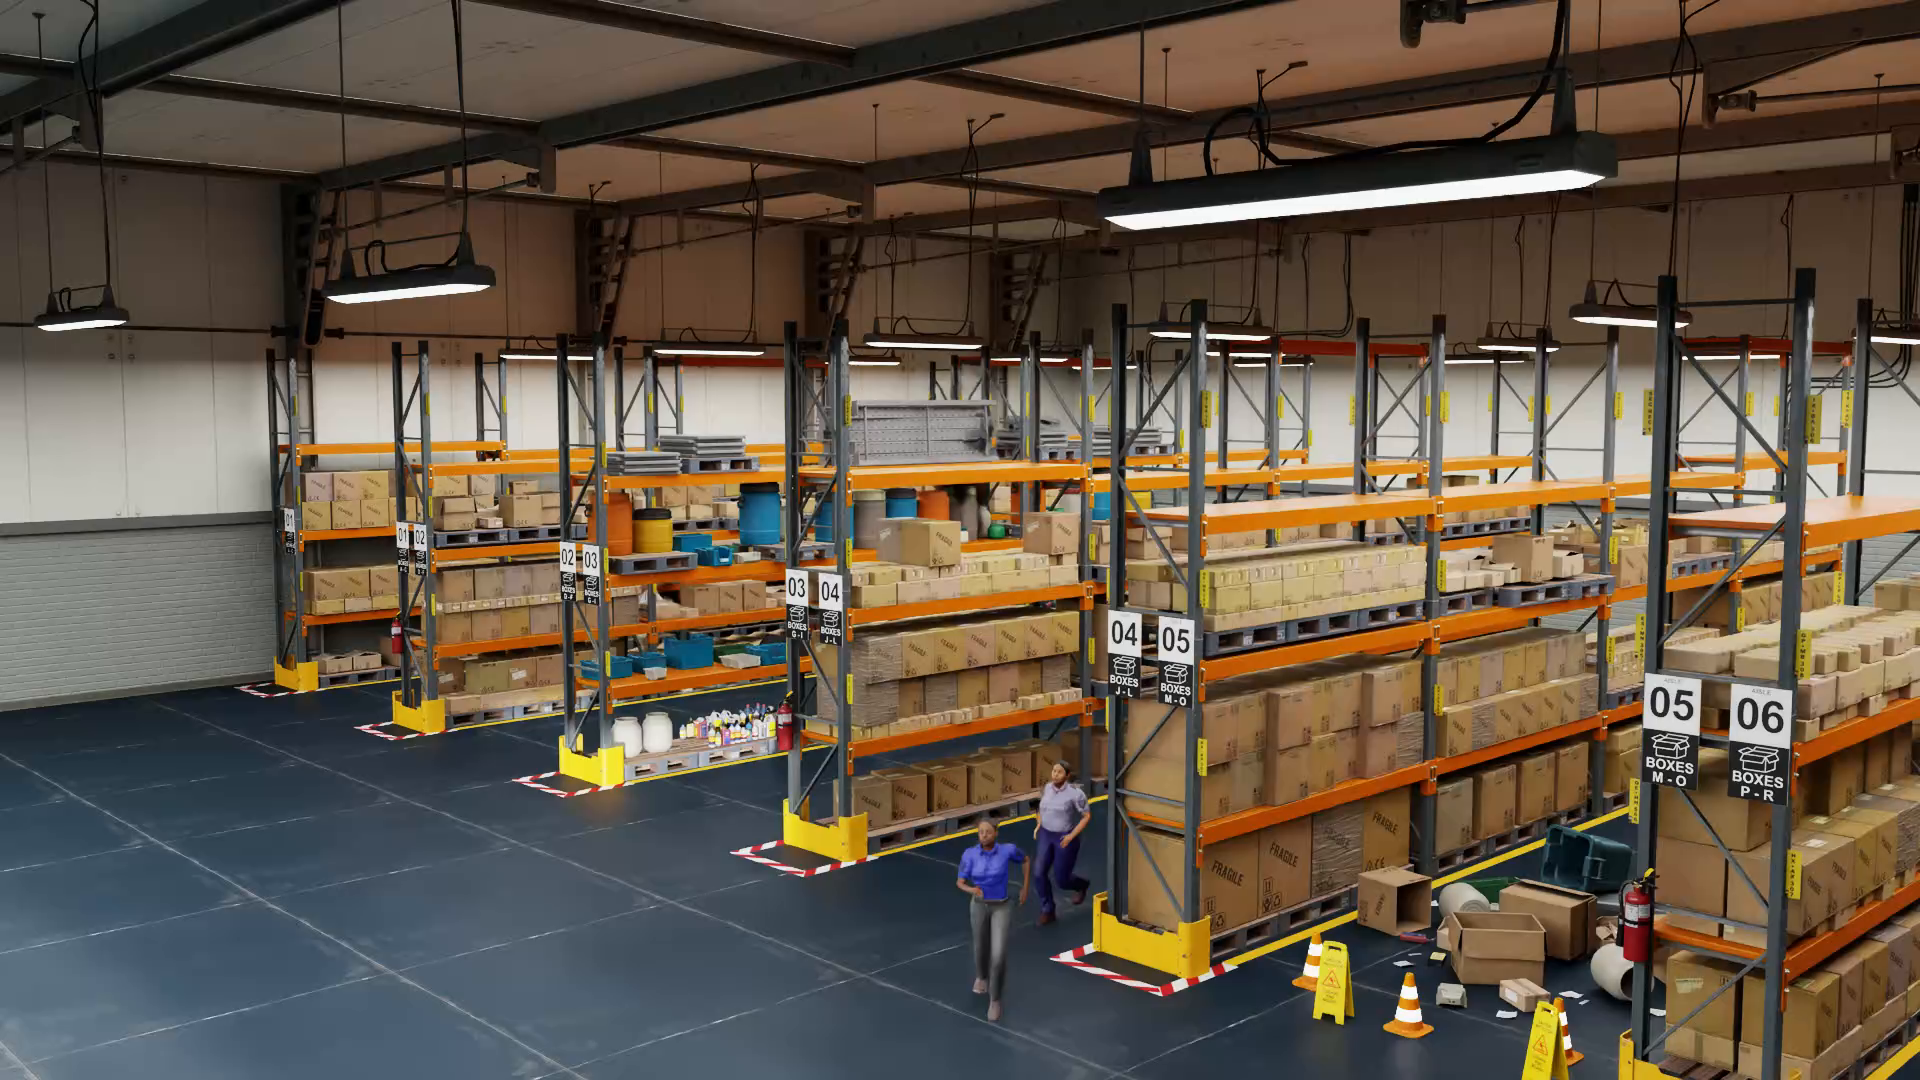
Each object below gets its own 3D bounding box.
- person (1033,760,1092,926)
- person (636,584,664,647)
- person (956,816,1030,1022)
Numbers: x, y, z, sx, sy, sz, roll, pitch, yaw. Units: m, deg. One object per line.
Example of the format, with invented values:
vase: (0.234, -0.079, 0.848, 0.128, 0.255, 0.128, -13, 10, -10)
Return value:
person: (1.015, 2.971, 16.413, 0.640, 1.635, 0.663, 4, 6, 38)
person: (-5.833, 1.605, 30.764, 0.707, 1.798, 1.049, 4, 7, 41)
person: (0.277, 3.143, 13.962, 0.586, 1.693, 0.878, 1, 5, 8)
